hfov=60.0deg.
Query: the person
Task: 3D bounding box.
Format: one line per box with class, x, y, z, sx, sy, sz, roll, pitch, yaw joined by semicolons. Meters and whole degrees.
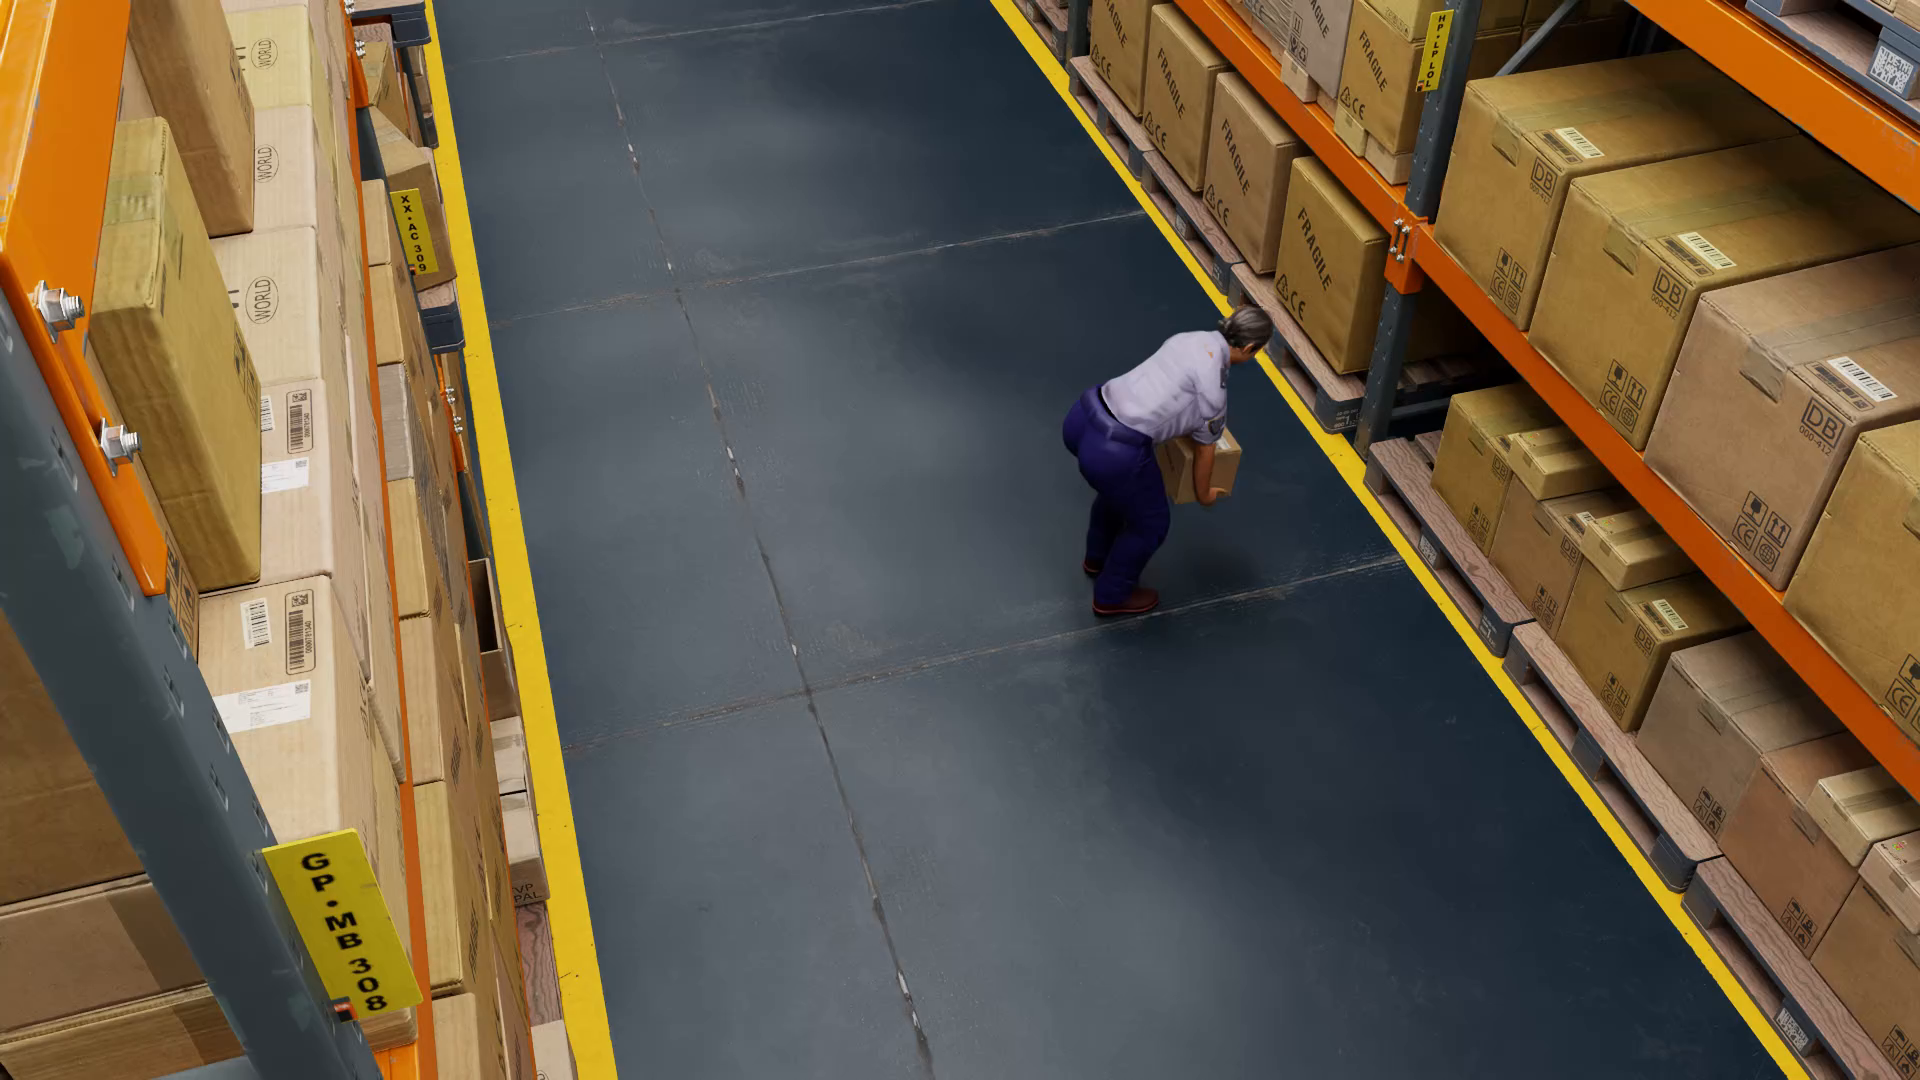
person;0.830;-0.325;6.778;0.824;1.316;0.444;-13;44;-14
